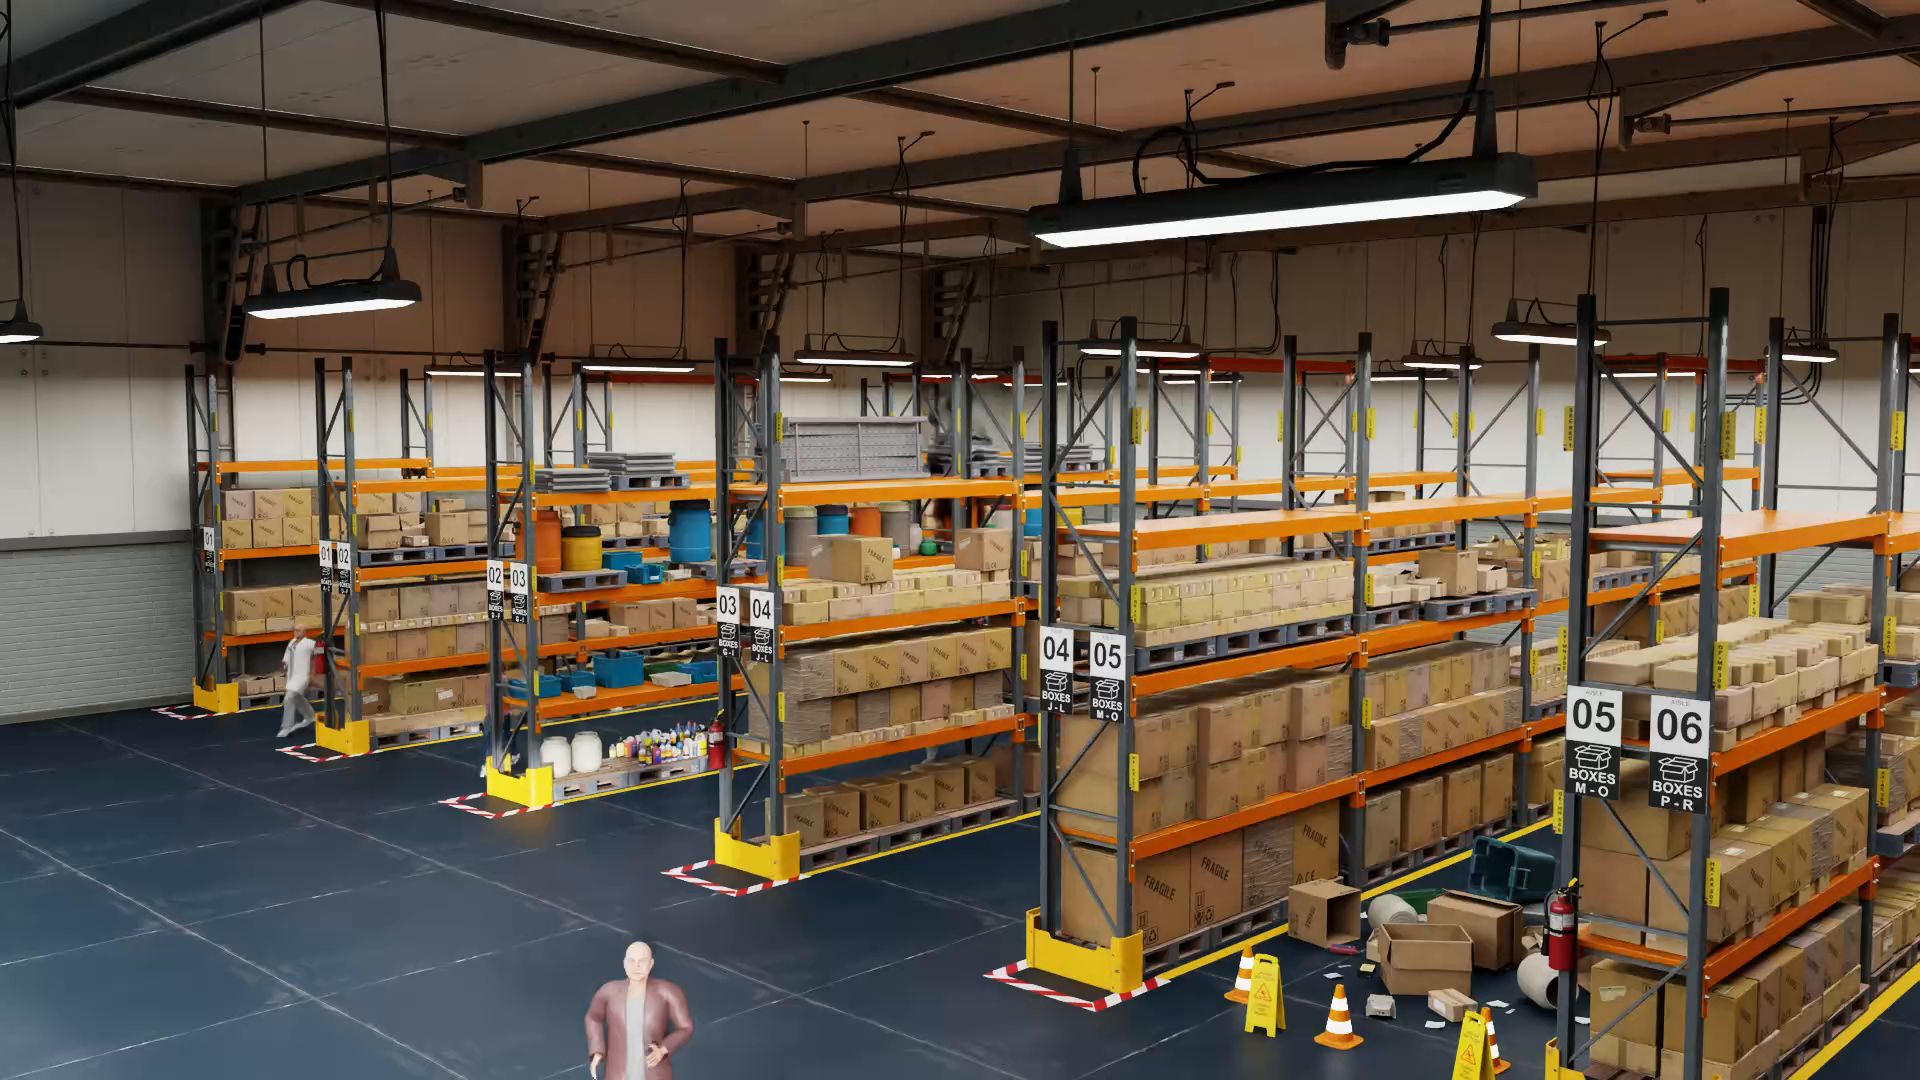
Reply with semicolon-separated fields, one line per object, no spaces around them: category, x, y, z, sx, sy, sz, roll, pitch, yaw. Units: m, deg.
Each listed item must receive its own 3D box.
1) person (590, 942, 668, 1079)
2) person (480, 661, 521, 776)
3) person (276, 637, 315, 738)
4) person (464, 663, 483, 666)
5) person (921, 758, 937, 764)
person;-2.084;3.468;10.771;0.684;1.745;0.897;0;4;-5
person;-6.621;2.527;23.922;0.523;1.636;0.761;2;5;22
person;-10.604;2.353;26.728;0.767;1.626;0.877;3;5;34
person;-8.567;2.053;29.290;0.529;1.620;0.533;3;5;35
person;-0.415;2.480;24.499;0.596;1.621;0.544;3;5;32
